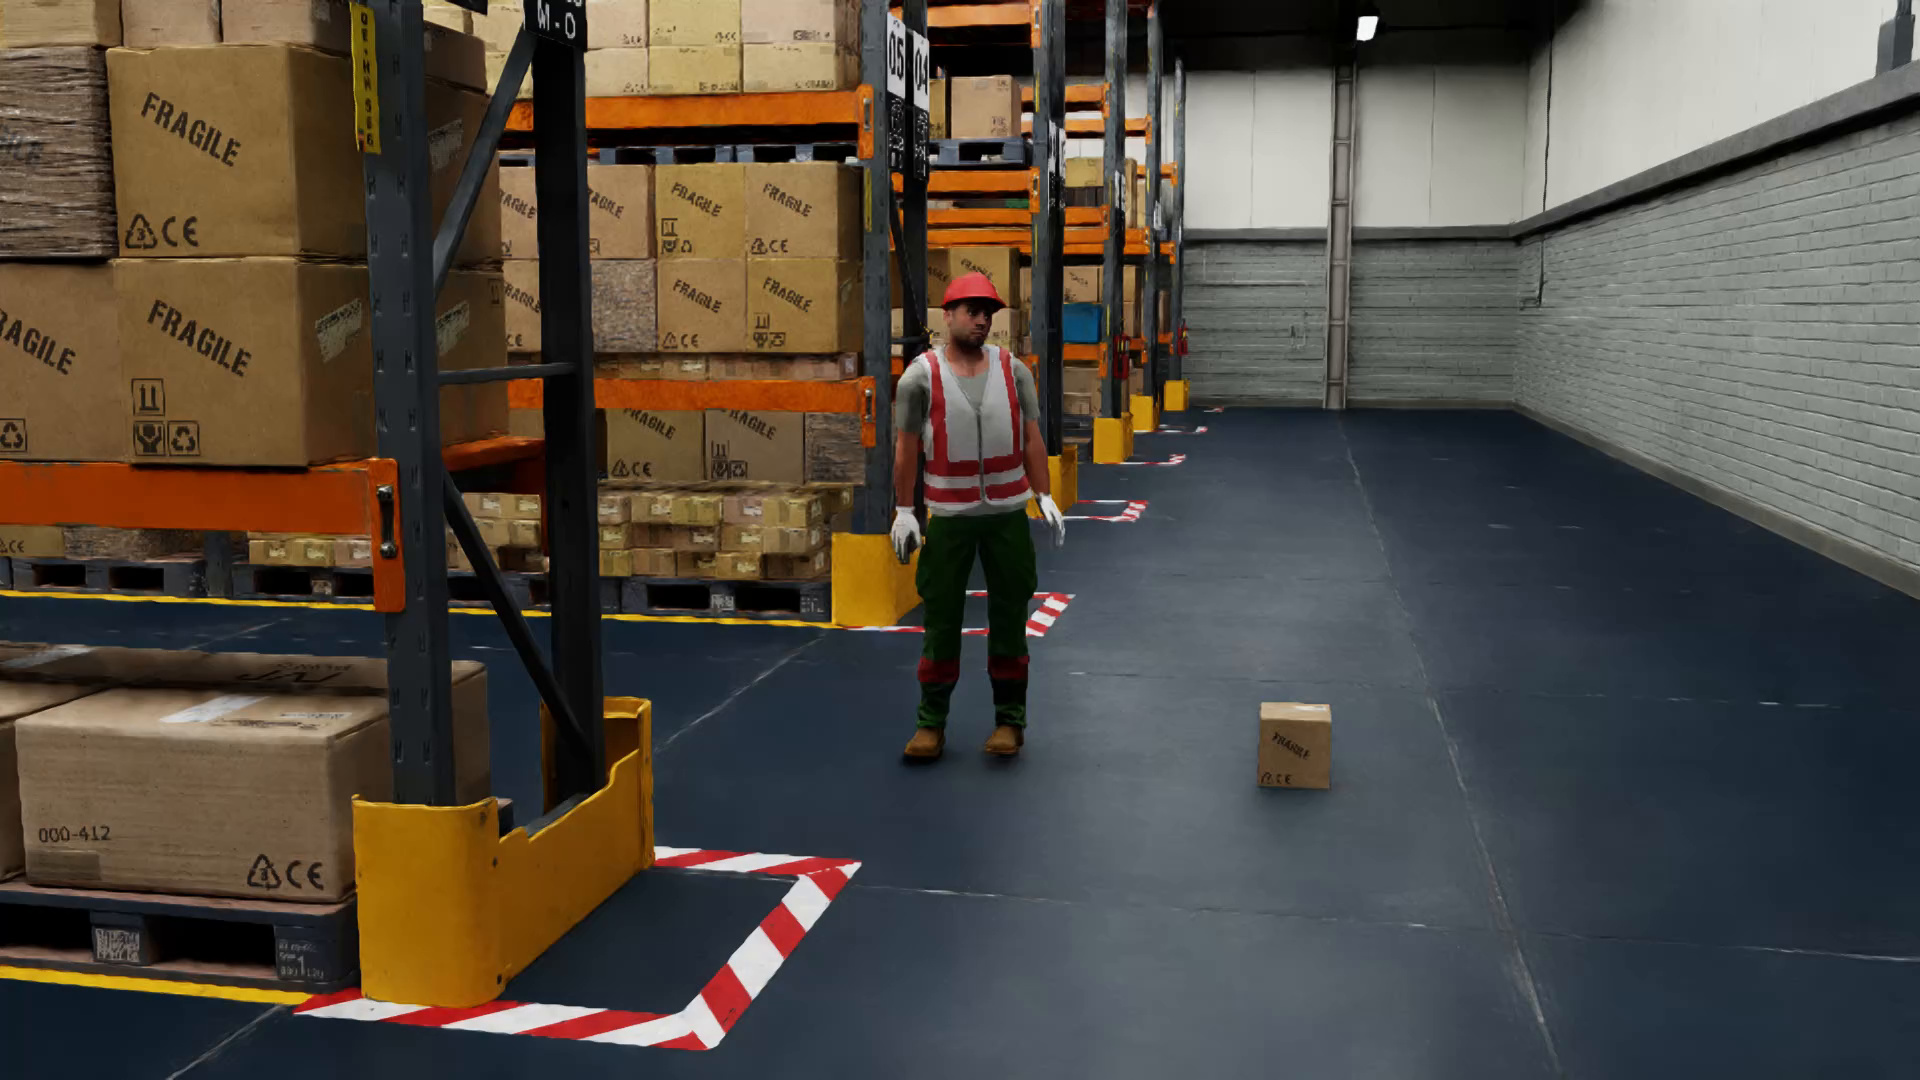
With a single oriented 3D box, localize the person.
[{"bbox_3d":[0.063,-0.090,6.179,0.634,1.796,0.388,-1,8,-9],"label":"person"}]
